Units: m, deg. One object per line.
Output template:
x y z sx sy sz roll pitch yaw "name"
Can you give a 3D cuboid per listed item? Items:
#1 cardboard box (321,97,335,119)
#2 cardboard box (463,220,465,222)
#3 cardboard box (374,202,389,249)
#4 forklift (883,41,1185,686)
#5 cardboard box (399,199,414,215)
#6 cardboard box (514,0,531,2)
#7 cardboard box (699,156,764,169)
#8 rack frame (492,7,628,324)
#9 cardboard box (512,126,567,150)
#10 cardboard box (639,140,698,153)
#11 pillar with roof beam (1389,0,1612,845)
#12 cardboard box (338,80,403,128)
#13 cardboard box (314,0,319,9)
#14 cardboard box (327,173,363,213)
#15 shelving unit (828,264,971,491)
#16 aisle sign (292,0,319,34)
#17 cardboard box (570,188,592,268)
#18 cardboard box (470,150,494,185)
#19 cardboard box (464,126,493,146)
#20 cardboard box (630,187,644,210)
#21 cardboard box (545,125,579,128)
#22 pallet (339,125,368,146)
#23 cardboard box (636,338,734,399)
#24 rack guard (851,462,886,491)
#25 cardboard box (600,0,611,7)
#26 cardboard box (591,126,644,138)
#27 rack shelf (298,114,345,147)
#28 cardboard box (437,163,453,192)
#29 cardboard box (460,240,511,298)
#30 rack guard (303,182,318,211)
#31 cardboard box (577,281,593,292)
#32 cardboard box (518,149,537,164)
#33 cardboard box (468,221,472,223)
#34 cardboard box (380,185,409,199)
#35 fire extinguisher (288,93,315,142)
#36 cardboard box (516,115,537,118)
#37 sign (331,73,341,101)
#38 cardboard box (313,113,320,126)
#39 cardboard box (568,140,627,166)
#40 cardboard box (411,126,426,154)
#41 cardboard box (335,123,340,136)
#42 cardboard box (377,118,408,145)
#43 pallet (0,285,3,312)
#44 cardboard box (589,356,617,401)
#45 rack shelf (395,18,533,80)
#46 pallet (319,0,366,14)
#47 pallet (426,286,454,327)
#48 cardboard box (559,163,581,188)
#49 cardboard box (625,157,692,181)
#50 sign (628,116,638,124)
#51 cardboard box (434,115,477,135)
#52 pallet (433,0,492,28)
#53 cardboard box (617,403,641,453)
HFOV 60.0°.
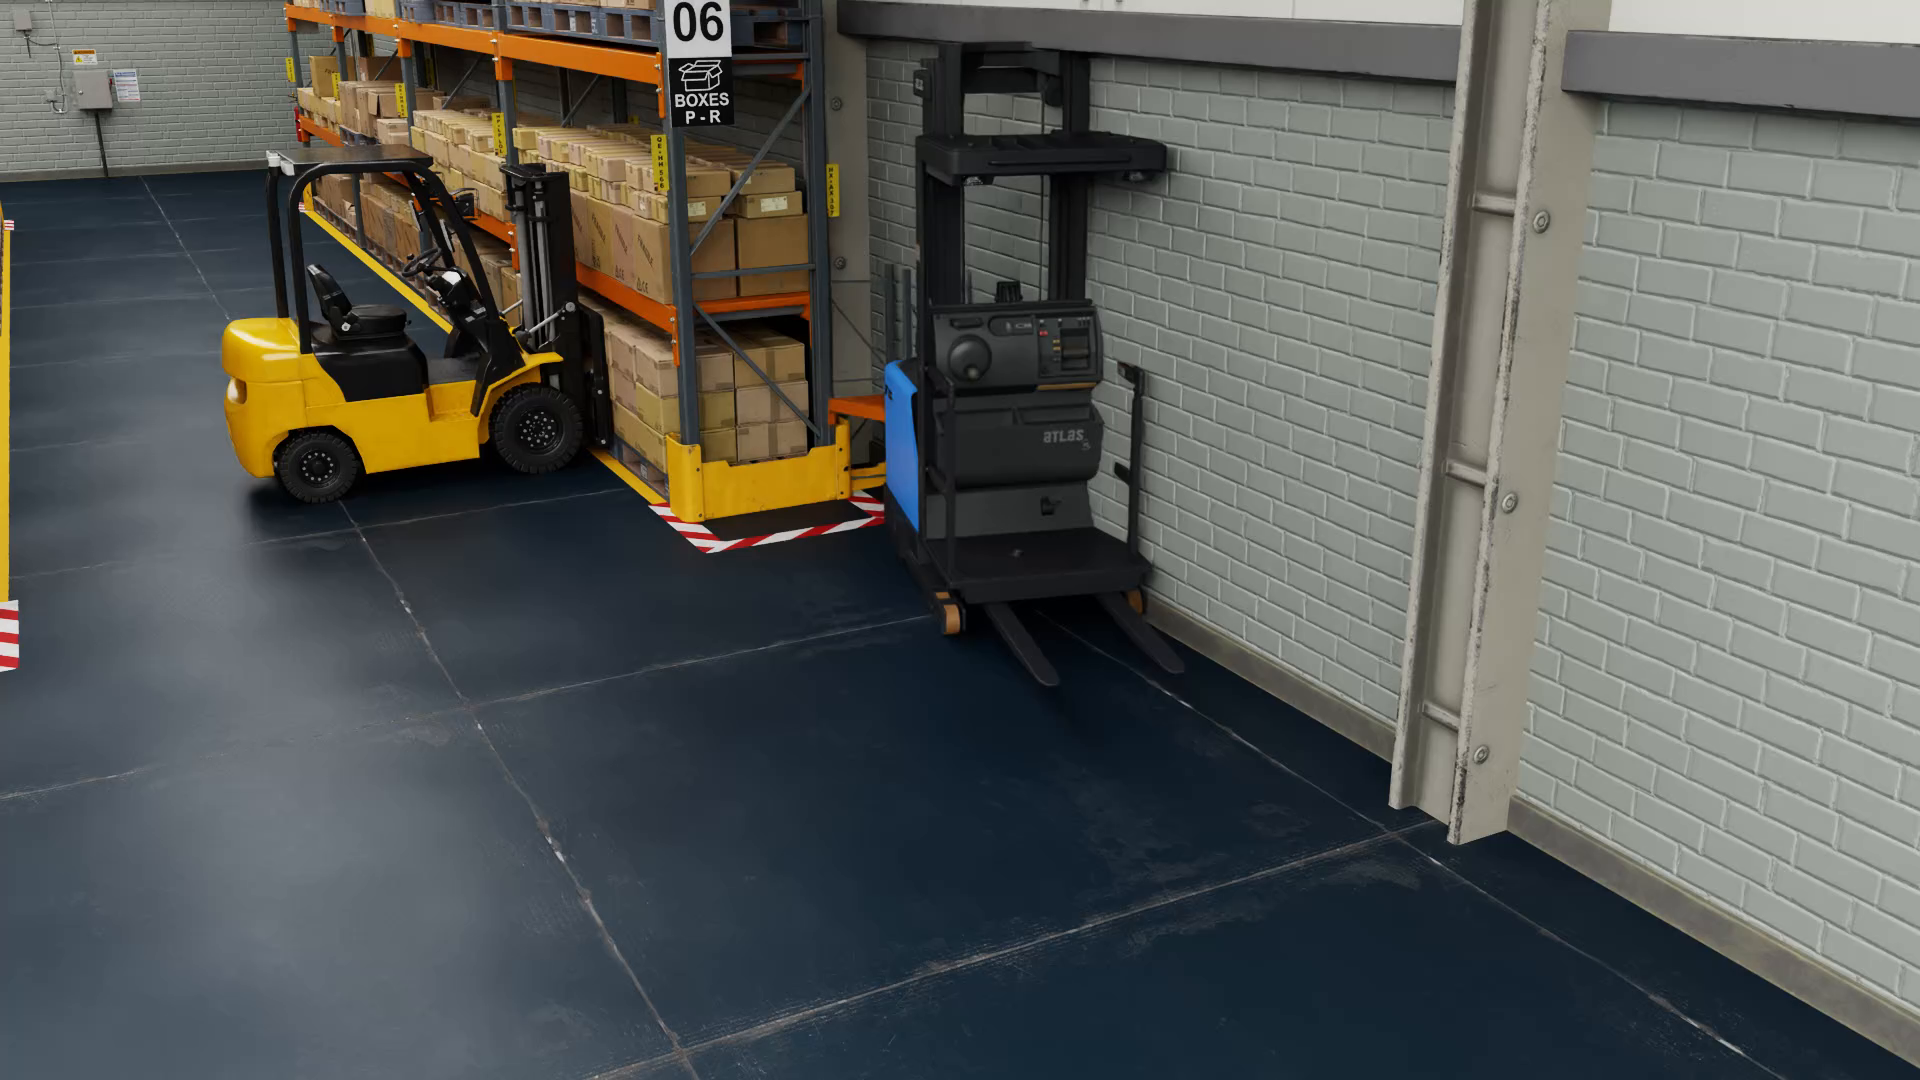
-7.929 -5.576 21.467 0.500 0.250 0.500 -10 21 -27 "cardboard box"
-5.266 -3.288 18.251 0.500 0.500 0.500 -10 21 -26 "cardboard box"
-6.470 -3.659 19.326 0.500 0.500 0.500 -11 22 -28 "cardboard box"
0.369 -1.022 8.599 1.130 2.935 3.031 -4 20 -13 "forklift"
-6.002 -3.700 18.448 0.380 0.149 0.250 -10 22 -27 "cardboard box"
-3.017 -4.160 12.330 0.500 0.311 0.500 -9 21 -26 "cardboard box"
-1.502 -2.445 11.014 0.380 0.149 0.250 -10 21 -26 "cardboard box"
-3.198 -2.815 13.691 1.000 3.000 0.127 -10 21 -27 "rack frame"
-3.308 -3.172 13.122 0.380 0.149 0.250 -10 21 -26 "cardboard box"
-2.108 -2.814 12.085 0.380 0.149 0.250 -9 21 -25 "cardboard box"
-1.775 -2.453 3.444 9.100 9.000 0.400 -10 21 -27 "pillar with roof beam"
-6.964 -5.184 19.758 0.700 0.500 0.500 -9 21 -25 "cardboard box"
-8.000 -6.841 21.145 0.380 0.149 0.250 -10 21 -26 "cardboard box"
-8.154 -4.668 22.248 0.500 0.500 0.500 -10 21 -26 "cardboard box"
-0.392 -0.972 10.527 0.587 1.500 1.083 -7 13 -31 "shelving unit"
-9.187 -7.463 23.175 0.394 0.787 0.004 -10 21 -27 "aisle sign"
-2.493 -2.255 11.913 0.500 0.500 0.500 -10 21 -26 "cardboard box"
-3.907 -3.228 14.352 0.500 0.250 0.500 -11 22 -28 "cardboard box"
-4.188 -3.595 14.803 0.380 0.149 0.250 -10 21 -26 "cardboard box"
-1.926 -2.229 10.846 0.380 0.149 0.250 -10 21 -26 "cardboard box"
-3.610 -3.605 14.834 0.380 0.149 0.250 -10 21 -27 "cardboard box"
-6.713 -4.774 19.664 1.003 0.211 1.213 -10 21 -27 "pallet"
-1.792 -1.122 10.823 0.500 0.250 0.500 -9 21 -25 "cardboard box"
-0.650 -0.437 11.061 0.587 0.250 0.087 -7 13 -31 "rack guard"
-2.080 -3.531 10.575 0.396 0.266 0.258 -10 21 -27 "cardboard box"
-2.698 -3.186 13.163 0.380 0.149 0.250 -11 22 -28 "cardboard box"
-7.947 -5.346 22.127 1.077 0.370 4.000 -10 21 -27 "rack shelf"
-4.616 -3.435 15.718 0.500 0.250 0.500 -11 22 -28 "cardboard box"
-4.176 -2.478 15.712 0.875 0.625 0.625 -11 22 -29 "cardboard box"
-8.860 -5.056 24.018 1.175 0.500 0.348 -10 21 -27 "rack guard"
-3.010 -1.850 12.934 0.500 0.250 0.500 -10 21 -27 "cardboard box"
-3.278 -3.037 13.185 0.380 0.149 0.250 -10 22 -28 "cardboard box"
-5.071 -3.485 17.826 0.380 0.149 0.250 -9 21 -24 "cardboard box"
-6.587 -4.075 19.536 0.380 0.149 0.250 -10 22 -28 "cardboard box"
-9.373 -6.018 23.662 0.296 0.674 0.183 -10 21 -27 "fire extinguisher"
-4.239 -3.967 15.881 0.380 0.149 0.250 -10 21 -27 "cardboard box"
-7.471 -5.434 19.955 0.100 0.325 0.005 -10 21 -27 "sign"
-8.414 -5.627 22.224 0.380 0.149 0.250 -11 22 -28 "cardboard box"
-2.626 -2.814 12.085 0.380 0.149 0.250 -10 21 -27 "cardboard box"
-5.124 -3.960 16.471 0.500 0.250 0.500 -10 21 -27 "cardboard box"
-7.658 -5.187 20.951 0.380 0.149 0.250 -9 21 -25 "cardboard box"
-5.883 -4.344 17.707 0.500 0.250 0.500 -11 22 -29 "cardboard box"
-10.347 -2.463 16.945 1.003 0.211 1.213 -10 21 -27 "pallet"
-2.297 -1.184 11.768 0.500 0.250 0.500 -11 22 -28 "cardboard box"
-4.148 -4.467 14.983 1.077 0.370 4.000 -10 21 -27 "rack shelf"
-6.749 -6.243 19.313 1.213 0.211 1.003 -10 21 -27 "pallet"
-4.741 -2.403 16.771 1.003 0.211 1.213 -10 21 -27 "pallet"
-2.696 -2.665 12.107 0.380 0.149 0.250 -11 22 -28 "cardboard box"
-1.999 -2.451 11.033 0.380 0.149 0.250 -10 21 -26 "cardboard box"
-2.710 -3.348 13.787 0.100 0.325 0.005 -10 21 -27 "sign"
-4.797 -3.961 15.863 0.380 0.149 0.250 -10 21 -26 "cardboard box"
-4.163 -4.790 15.106 1.003 0.211 1.213 -9 21 -24 "pallet"
-2.027 -0.796 11.410 0.500 0.250 0.500 -10 21 -27 "cardboard box"
